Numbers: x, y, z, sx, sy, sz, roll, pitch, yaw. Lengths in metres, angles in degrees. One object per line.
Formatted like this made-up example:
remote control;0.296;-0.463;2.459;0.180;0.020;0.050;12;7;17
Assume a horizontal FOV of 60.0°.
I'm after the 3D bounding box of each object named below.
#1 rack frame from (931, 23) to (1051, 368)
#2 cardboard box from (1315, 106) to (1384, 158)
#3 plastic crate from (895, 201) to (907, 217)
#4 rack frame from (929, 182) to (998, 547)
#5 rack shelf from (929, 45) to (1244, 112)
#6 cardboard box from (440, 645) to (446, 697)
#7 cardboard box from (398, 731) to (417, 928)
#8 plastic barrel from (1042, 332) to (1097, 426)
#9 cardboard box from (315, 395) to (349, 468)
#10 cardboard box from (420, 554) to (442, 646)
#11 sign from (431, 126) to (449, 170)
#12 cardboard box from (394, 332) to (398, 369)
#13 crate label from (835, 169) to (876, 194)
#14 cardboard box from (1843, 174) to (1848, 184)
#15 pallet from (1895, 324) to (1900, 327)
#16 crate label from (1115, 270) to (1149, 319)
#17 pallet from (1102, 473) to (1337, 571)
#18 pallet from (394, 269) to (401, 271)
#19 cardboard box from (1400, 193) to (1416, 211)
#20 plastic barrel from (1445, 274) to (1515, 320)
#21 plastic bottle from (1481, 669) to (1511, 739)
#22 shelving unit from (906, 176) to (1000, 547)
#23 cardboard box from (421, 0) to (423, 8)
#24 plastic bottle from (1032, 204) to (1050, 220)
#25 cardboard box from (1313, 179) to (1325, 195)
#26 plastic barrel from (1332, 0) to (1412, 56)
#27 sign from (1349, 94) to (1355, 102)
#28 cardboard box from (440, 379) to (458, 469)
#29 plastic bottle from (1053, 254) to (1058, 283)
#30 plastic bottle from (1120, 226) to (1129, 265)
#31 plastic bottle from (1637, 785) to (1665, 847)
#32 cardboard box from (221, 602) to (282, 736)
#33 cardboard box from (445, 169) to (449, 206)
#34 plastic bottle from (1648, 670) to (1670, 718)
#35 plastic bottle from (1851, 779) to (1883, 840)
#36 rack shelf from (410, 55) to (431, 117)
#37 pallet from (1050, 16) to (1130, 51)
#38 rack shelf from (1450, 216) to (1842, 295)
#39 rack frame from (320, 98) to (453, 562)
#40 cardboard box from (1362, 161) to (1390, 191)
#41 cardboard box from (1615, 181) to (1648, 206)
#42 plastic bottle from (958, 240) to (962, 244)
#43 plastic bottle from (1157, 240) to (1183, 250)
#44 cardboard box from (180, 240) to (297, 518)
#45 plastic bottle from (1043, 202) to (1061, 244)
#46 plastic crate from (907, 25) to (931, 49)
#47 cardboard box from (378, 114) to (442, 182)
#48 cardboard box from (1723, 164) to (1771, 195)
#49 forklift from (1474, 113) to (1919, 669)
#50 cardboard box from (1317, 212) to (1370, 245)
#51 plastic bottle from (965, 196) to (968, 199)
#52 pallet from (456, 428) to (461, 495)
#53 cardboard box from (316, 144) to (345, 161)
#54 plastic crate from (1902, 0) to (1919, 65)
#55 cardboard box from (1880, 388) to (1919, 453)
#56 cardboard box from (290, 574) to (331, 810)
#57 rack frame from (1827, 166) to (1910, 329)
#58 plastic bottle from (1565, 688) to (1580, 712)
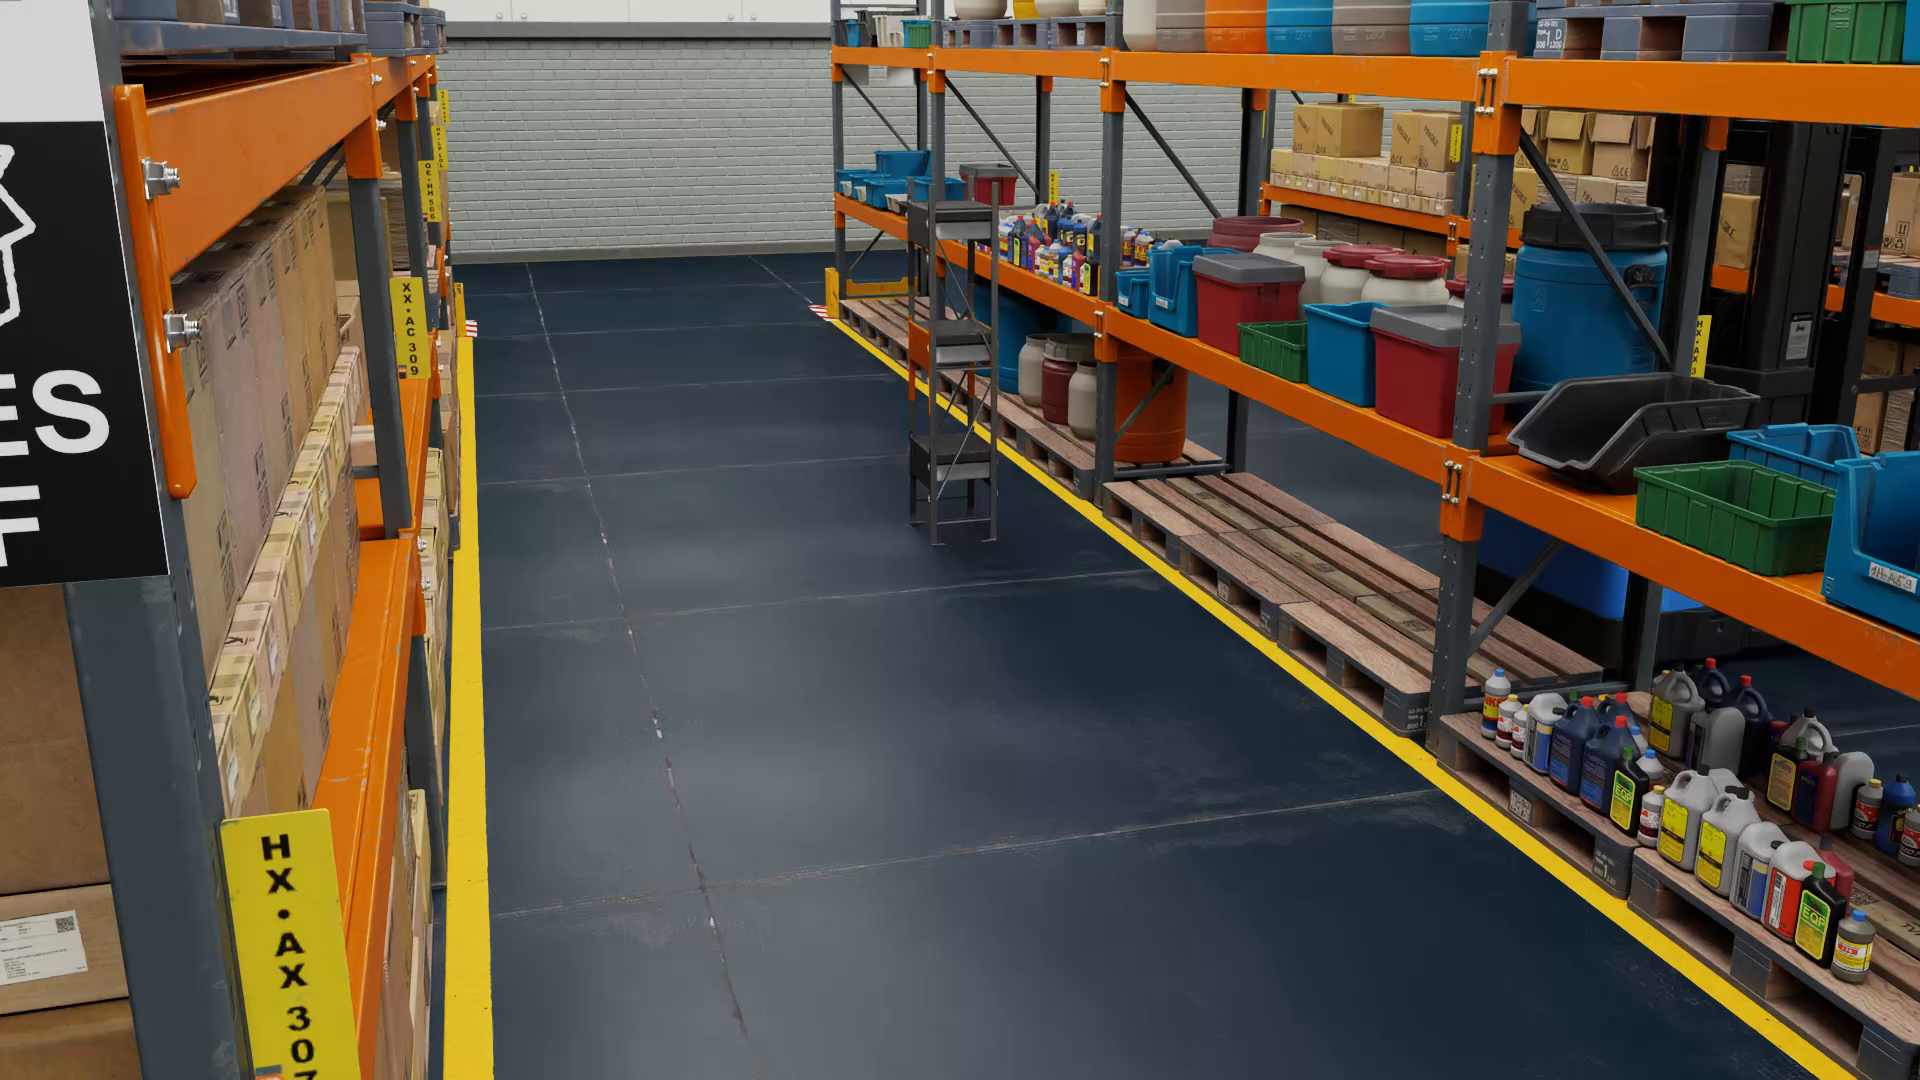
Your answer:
rack frame;0.258;-2.790;14.025;1.000;3.000;0.127;-5;17;-15
cardboard box;4.079;-4.282;17.434;0.500;0.500;0.500;-5;17;-17
plastic crate;-0.308;-2.975;15.016;0.437;0.125;0.590;-5;17;-15
rack frame;0.022;-0.984;9.578;0.400;2.100;0.015;-5;17;-15
rack shelf;0.807;-3.328;11.855;1.077;0.370;4.000;-5;17;-15
cardboard box;-2.464;0.514;7.077;0.500;0.250;0.500;-5;18;-17
cardboard box;-1.844;0.821;4.752;0.500;0.500;0.500;-5;17;-15
plastic barrel;0.896;-1.176;12.114;0.600;0.588;0.708;-5;17;-15
cardboard box;-1.813;-0.273;4.346;0.380;0.149;0.250;-5;17;-15
cardboard box;-2.457;0.245;6.997;0.500;0.311;0.500;-5;18;-17
sign;-3.973;-2.998;12.707;0.100;0.325;0.005;-5;17;-15
cardboard box;-2.894;-0.945;8.322;0.380;0.149;0.250;-5;17;-15
crate label;-1.090;-3.750;17.409;0.416;0.233;0.303;-5;17;-15
cardboard box;9.271;-3.991;17.333;0.500;0.500;0.500;-5;17;-17
pallet;9.598;-2.393;17.551;1.003;0.211;1.213;-5;17;-15
crate label;1.112;-1.457;9.879;0.303;0.233;0.416;-5;17;-15
pallet;1.533;-0.130;10.019;1.003;0.211;1.213;-5;17;-15
pallet;-4.391;-2.077;11.987;1.003;0.211;1.213;-5;17;-15
cardboard box;4.480;-3.261;16.032;0.380;0.149;0.250;-5;17;-16
plastic barrel;2.404;-0.924;7.577;0.433;0.535;0.433;0;17;0
plastic bottle;2.122;0.642;6.578;0.097;0.271;0.097;0;17;0
shelving unit;-0.045;-1.051;9.802;0.431;2.100;0.503;-5;17;-15
cardboard box;-4.540;-4.295;13.216;0.500;0.250;0.500;-5;17;-15
plastic bottle;0.677;-2.647;13.765;0.152;0.276;0.135;-5;17;-15
cardboard box;3.985;-3.759;17.688;0.380;0.149;0.250;-5;17;-16
plastic barrel;1.928;-2.558;7.168;0.600;0.901;0.600;0;17;0
sign;4.446;-4.995;18.941;0.100;0.325;0.005;-5;17;-15
cardboard box;-3.539;-0.738;10.775;0.500;0.500;0.500;-5;17;-16
plastic bottle;0.678;-1.844;11.222;0.097;0.201;0.097;0;17;0
plastic bottle;1.168;-2.153;12.120;0.152;0.276;0.135;-5;17;-15
plastic bottle;2.386;0.941;5.704;0.097;0.201;0.097;0;17;0
cardboard box;-1.318;0.224;2.690;0.380;0.149;0.250;-5;17;-16
cardboard box;-5.220;-3.451;16.053;0.500;0.500;0.500;-4;17;-14
plastic bottle;2.856;0.629;6.745;0.097;0.201;0.097;0;17;0
plastic bottle;3.152;0.926;5.754;0.097;0.201;0.097;0;17;0
rack shelf;-3.956;-2.938;10.555;1.077;0.370;4.000;-5;17;-15
pallet;1.241;-3.249;10.667;1.003;0.211;1.213;-5;17;-15
rack shelf;5.570;-2.283;13.590;1.077;0.370;4.000;-5;17;-15
rack frame;-3.407;-1.293;9.041;1.000;3.000;0.127;-5;17;-15
cardboard box;4.361;-3.637;16.590;0.500;0.250;0.500;-4;17;-14
cardboard box;5.468;-2.521;12.958;0.500;0.500;0.500;-5;18;-17
plastic bottle;0.034;-2.492;13.379;0.097;0.201;0.097;0;17;0
plastic bottle;1.422;-1.897;11.269;0.152;0.276;0.135;-5;17;-15
cardboard box;-1.766;-0.317;3.363;0.700;0.500;0.500;-5;17;-15
plastic bottle;0.737;-2.475;13.063;0.144;0.351;0.185;-5;17;-15
plastic crate;-0.149;-4.218;13.934;0.450;0.188;0.662;-5;17;-15
cardboard box;-4.365;-3.078;13.074;0.500;0.500;0.500;-4;17;-14
cardboard box;5.934;-2.807;12.164;0.797;0.503;0.637;-4;17;-13
forklift;4.192;-1.027;8.278;3.031;2.935;1.130;-6;18;-20
cardboard box;4.424;-3.049;17.851;0.875;0.875;0.875;-5;17;-15
plastic bottle;0.054;-2.632;13.585;0.144;0.351;0.185;-5;17;-15
pallet;-3.907;-0.503;11.261;1.003;0.211;1.213;-5;17;-15
cardboard box;-4.894;-3.045;12.964;0.500;0.500;0.500;-5;17;-15
plastic crate;2.742;-1.403;4.222;0.392;0.384;0.575;-5;17;-15
cardboard box;6.487;-0.752;10.822;0.700;0.500;0.500;-6;18;-20
cardboard box;-1.752;0.314;3.518;0.700;0.500;0.500;-4;17;-14
rack frame;6.119;-2.075;11.645;1.000;3.000;0.127;-5;17;-15
plastic bottle;2.340;0.715;6.315;0.061;0.283;0.133;-5;17;-15
